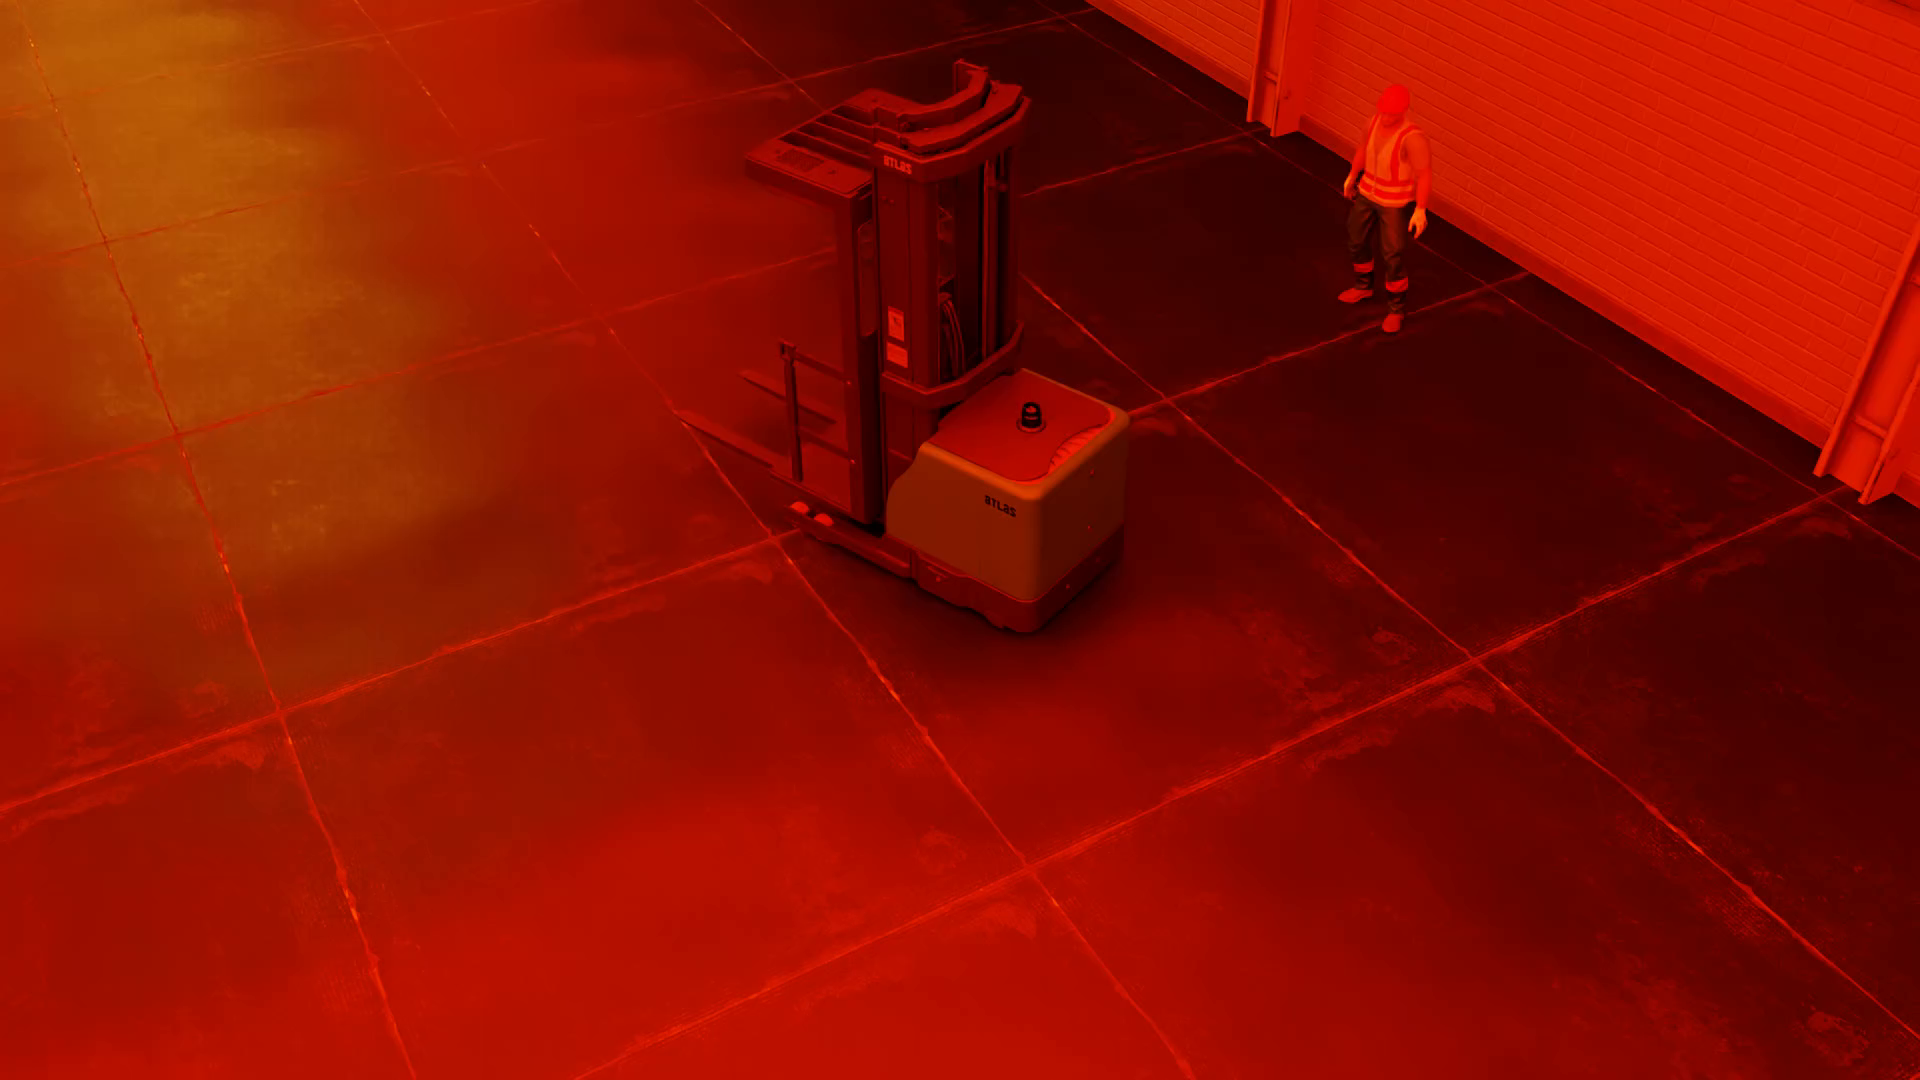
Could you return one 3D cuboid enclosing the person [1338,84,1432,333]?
[{"bbox_3d":[3.018,-2.429,11.886,0.420,1.755,0.818,-27,47,-28],"label":"person"}]

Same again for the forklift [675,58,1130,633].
[{"bbox_3d":[-0.481,-1.366,9.683,3.031,2.935,1.130,26,46,28],"label":"forklift"}]
